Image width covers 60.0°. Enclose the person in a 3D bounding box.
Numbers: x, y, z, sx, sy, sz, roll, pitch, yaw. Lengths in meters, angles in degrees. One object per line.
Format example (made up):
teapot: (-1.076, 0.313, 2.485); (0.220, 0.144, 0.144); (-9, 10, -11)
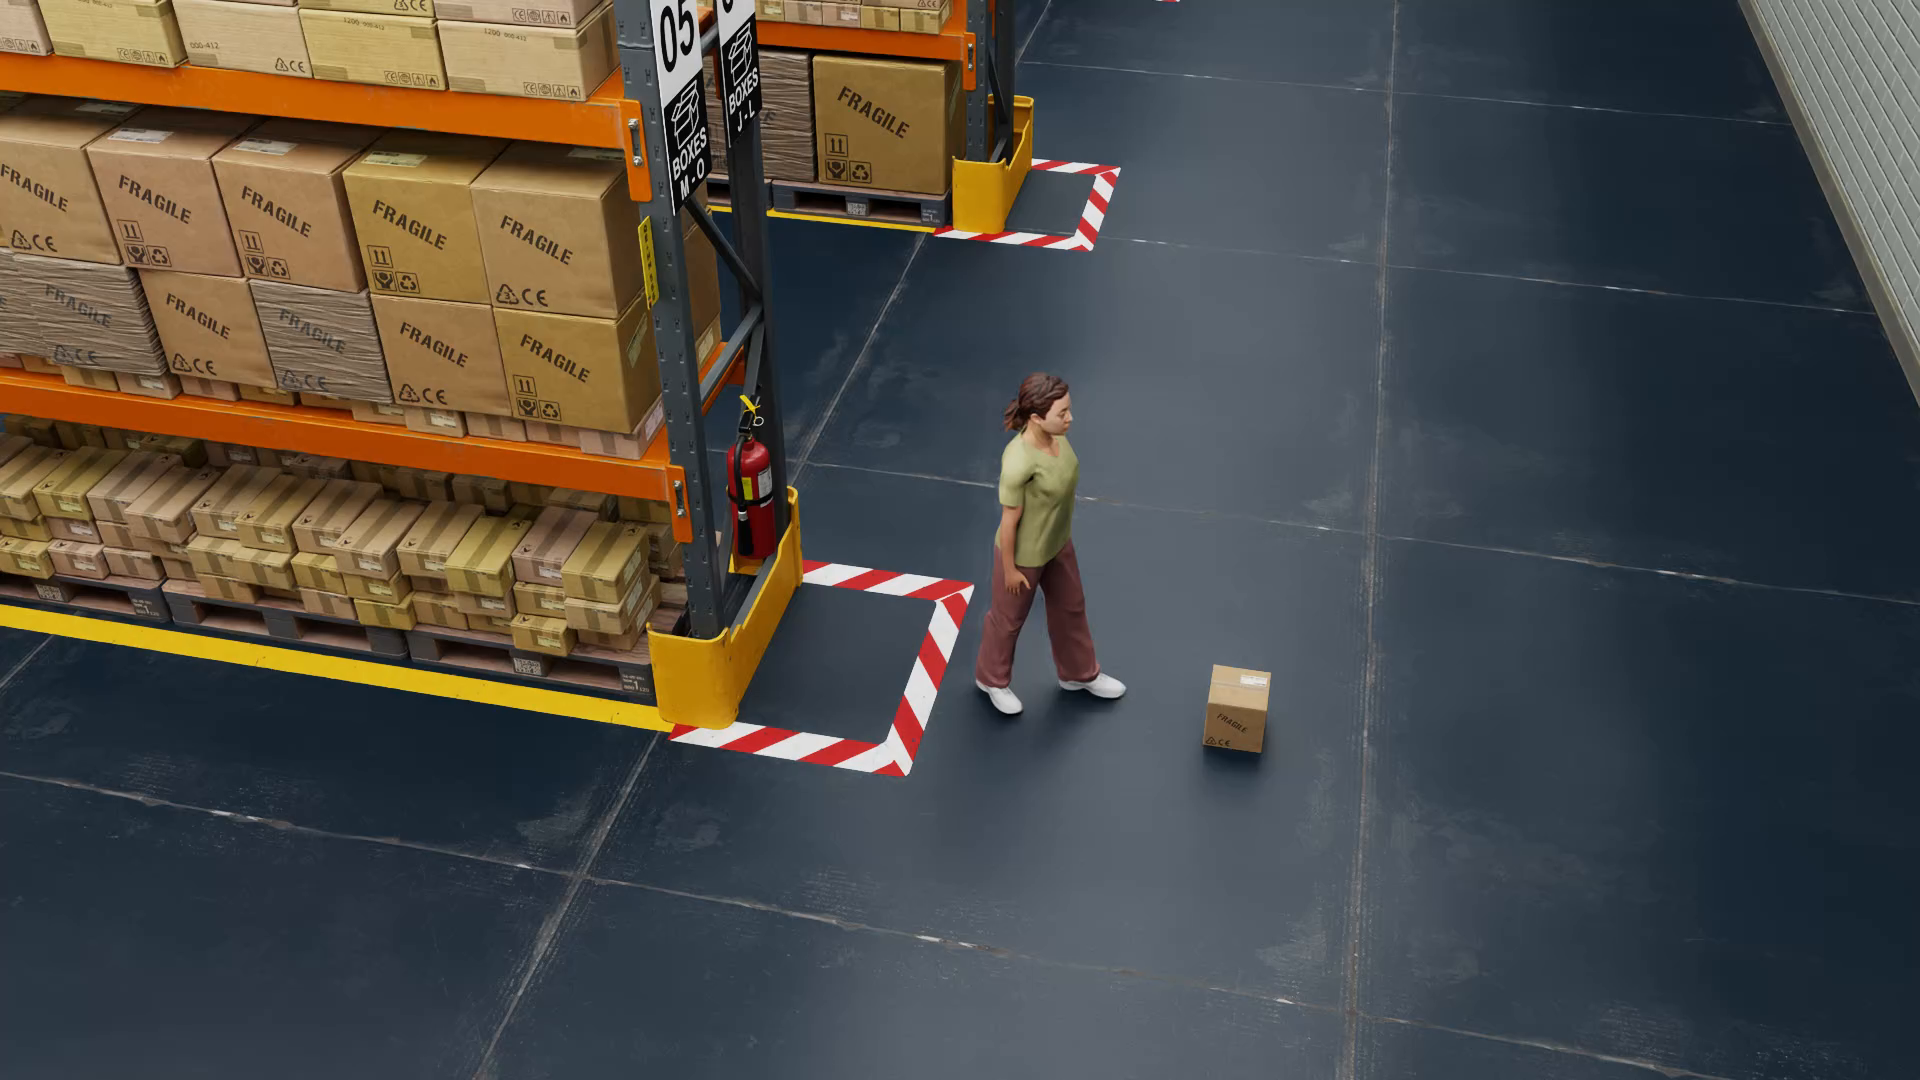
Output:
person: (0.365, 0.038, 6.902); (0.620, 1.662, 0.484); (21, 42, 26)
